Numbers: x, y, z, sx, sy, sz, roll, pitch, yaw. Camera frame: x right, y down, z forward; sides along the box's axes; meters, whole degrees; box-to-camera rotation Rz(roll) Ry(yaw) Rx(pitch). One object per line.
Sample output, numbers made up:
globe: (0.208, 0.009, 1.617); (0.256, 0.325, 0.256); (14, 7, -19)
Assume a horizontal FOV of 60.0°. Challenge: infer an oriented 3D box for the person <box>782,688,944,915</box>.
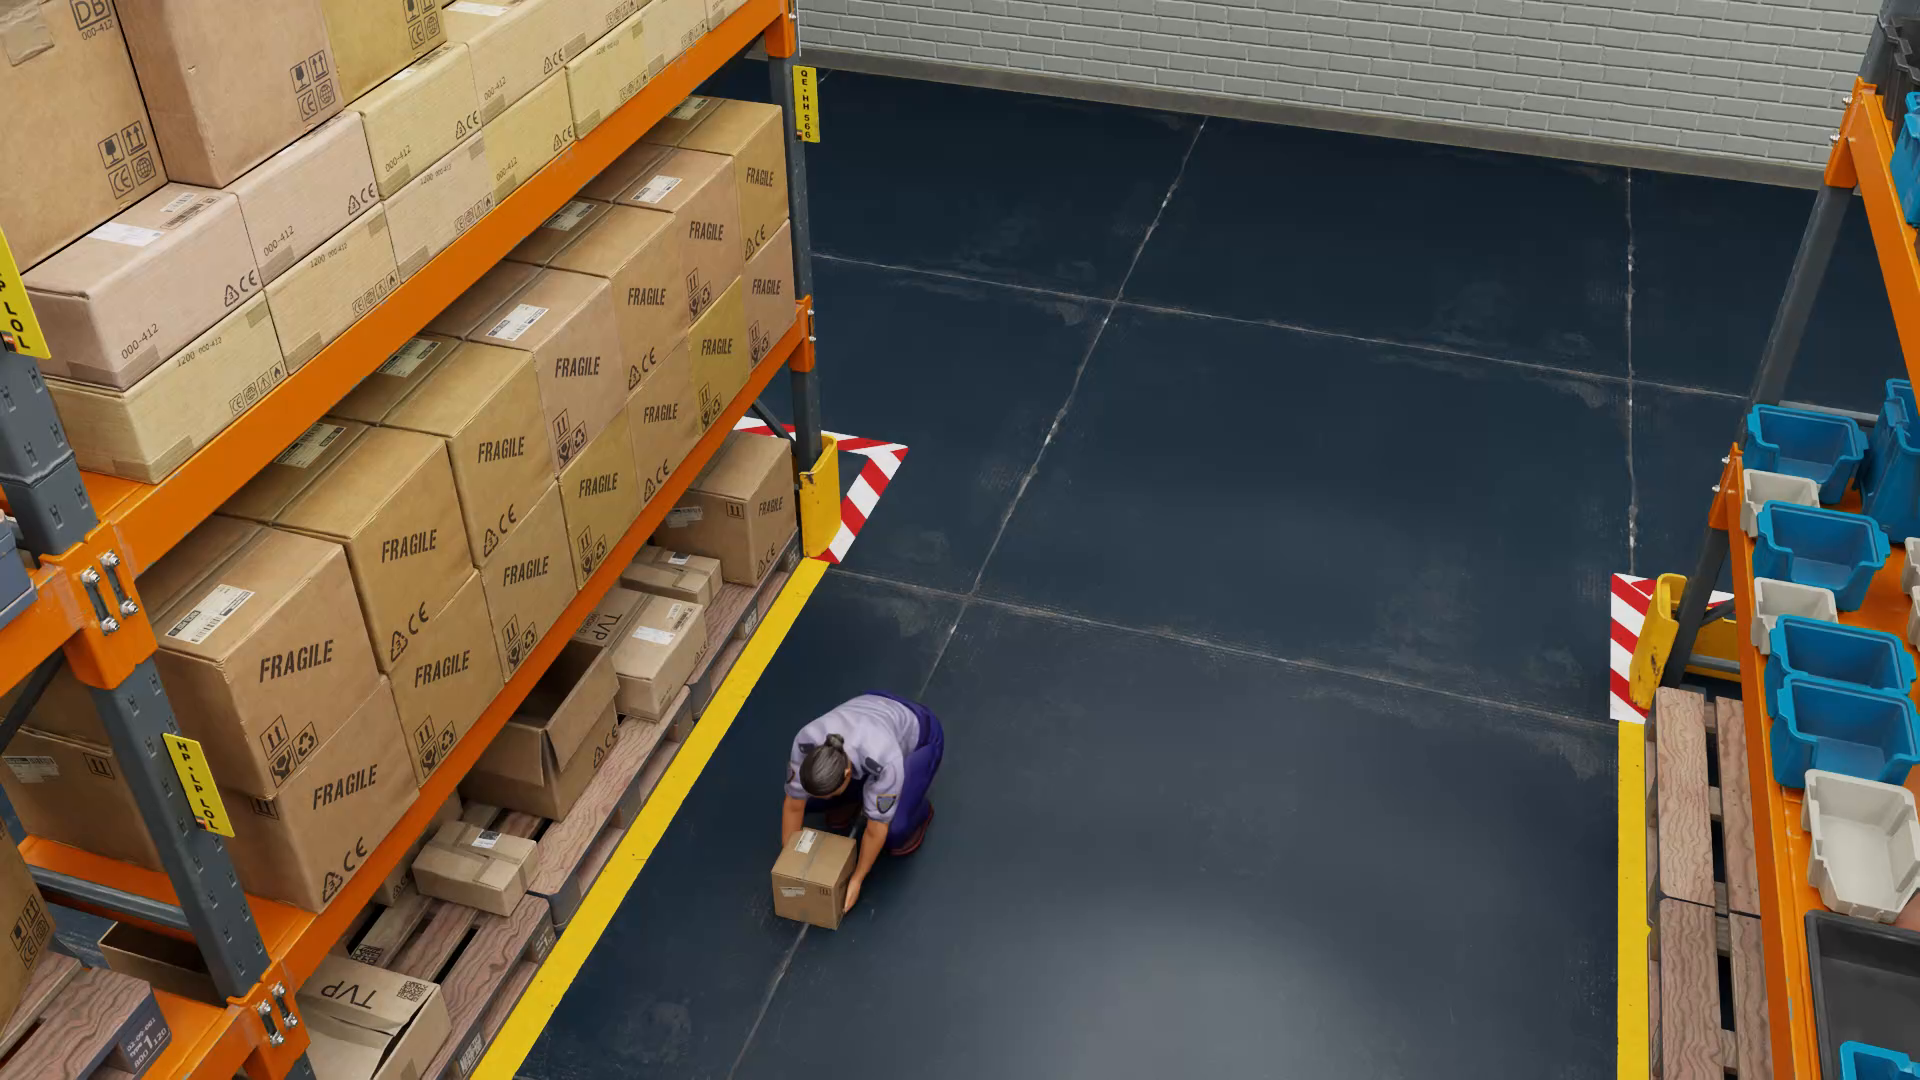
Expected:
person: (-0.389, 0.904, 6.423); (0.529, 0.802, 0.849); (19, 41, 23)
